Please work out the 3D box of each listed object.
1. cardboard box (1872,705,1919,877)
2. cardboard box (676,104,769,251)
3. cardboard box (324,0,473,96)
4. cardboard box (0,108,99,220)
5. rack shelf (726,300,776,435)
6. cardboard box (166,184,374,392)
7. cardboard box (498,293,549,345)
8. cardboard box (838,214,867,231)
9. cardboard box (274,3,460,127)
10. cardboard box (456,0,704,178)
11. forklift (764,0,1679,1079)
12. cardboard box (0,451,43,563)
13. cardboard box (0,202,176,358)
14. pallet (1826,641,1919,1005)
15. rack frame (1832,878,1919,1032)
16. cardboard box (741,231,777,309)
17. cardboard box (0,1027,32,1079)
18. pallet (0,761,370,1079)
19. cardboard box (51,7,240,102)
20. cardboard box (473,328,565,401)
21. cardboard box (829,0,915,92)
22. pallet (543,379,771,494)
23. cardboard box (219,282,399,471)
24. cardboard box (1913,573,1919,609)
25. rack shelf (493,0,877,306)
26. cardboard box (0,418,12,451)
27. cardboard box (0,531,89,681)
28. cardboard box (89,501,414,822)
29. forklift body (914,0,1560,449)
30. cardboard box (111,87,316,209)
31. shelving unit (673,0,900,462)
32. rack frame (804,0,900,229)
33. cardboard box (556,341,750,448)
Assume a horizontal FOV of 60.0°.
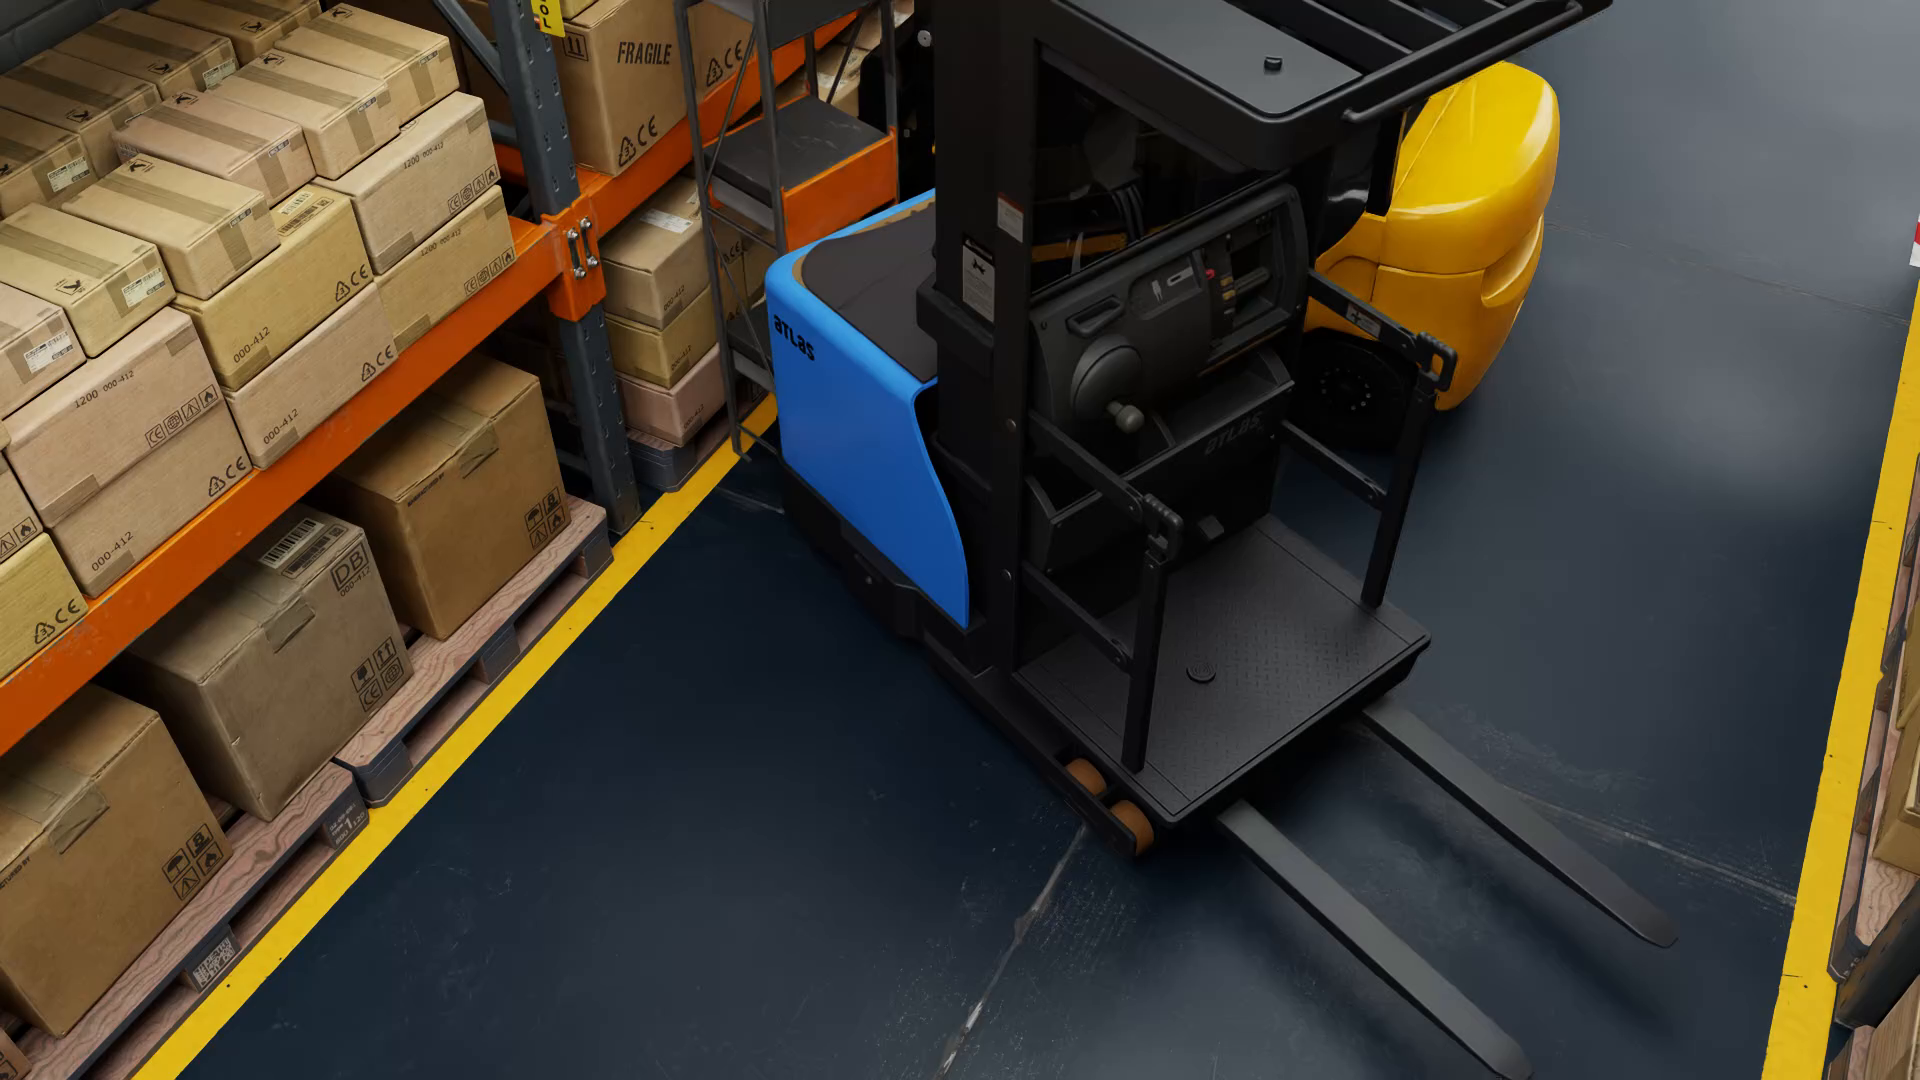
[{"bbox_3d":[2.851,0.729,4.559,0.500,0.250,0.500,23,50,21],"label":"cardboard box"},{"bbox_3d":[-0.835,-1.318,5.879,0.500,0.250,0.500,21,49,19],"label":"cardboard box"},{"bbox_3d":[-1.614,-1.673,5.224,0.500,0.500,0.500,20,49,19],"label":"cardboard box"},{"bbox_3d":[-2.325,-0.902,4.006,0.380,0.149,0.250,20,49,19],"label":"cardboard box"},{"bbox_3d":[-0.511,-0.592,5.856,0.431,0.518,0.480,34,54,29],"label":"rack shelf"},{"bbox_3d":[-1.817,-0.668,4.056,0.500,0.250,0.500,19,48,18],"label":"cardboard box"},{"bbox_3d":[-1.539,-0.997,5.913,0.500,0.250,0.500,19,48,18],"label":"cardboard box"},{"bbox_3d":[-0.619,-1.296,6.560,0.500,0.250,0.500,21,49,20],"label":"cardboard box"},{"bbox_3d":[-1.545,-1.240,4.341,0.380,0.149,0.250,22,49,20],"label":"cardboard box"},{"bbox_3d":[-1.146,-1.494,5.047,0.500,0.500,0.500,19,48,18],"label":"cardboard box"},{"bbox_3d":[0.697,-0.515,4.199,1.130,2.935,3.031,-30,52,-26],"label":"forklift"},{"bbox_3d":[-2.311,-0.037,3.431,0.500,0.250,0.500,21,49,20],"label":"cardboard box"},{"bbox_3d":[-1.991,-0.581,3.689,0.380,0.149,0.250,19,48,18],"label":"cardboard box"},{"bbox_3d":[3.095,0.916,4.696,1.003,0.211,1.213,20,49,19],"label":"pallet"},{"bbox_3d":[2.815,0.371,3.275,1.000,3.000,0.127,20,49,19],"label":"rack frame"},{"bbox_3d":[-0.854,-1.143,6.057,0.500,0.250,0.500,20,49,19],"label":"cardboard box"},{"bbox_3d":[-2.842,1.139,3.890,0.875,0.625,0.625,22,49,20],"label":"cardboard box"},{"bbox_3d":[-2.456,0.963,4.650,1.003,0.211,1.213,20,49,19],"label":"pallet"},{"bbox_3d":[-2.108,-1.227,4.327,0.380,0.149,0.250,19,48,18],"label":"cardboard box"},{"bbox_3d":[-1.537,-0.819,6.089,0.500,0.250,0.500,21,49,19],"label":"cardboard box"},{"bbox_3d":[-0.363,-1.963,6.517,0.500,0.250,0.500,20,49,18],"label":"cardboard box"},{"bbox_3d":[-1.177,-0.773,6.365,1.003,0.211,1.213,20,49,19],"label":"pallet"},{"bbox_3d":[-1.814,-0.491,4.231,0.500,0.250,0.500,20,49,19],"label":"cardboard box"},{"bbox_3d":[3.330,0.071,5.209,0.500,0.250,0.500,21,49,20],"label":"cardboard box"},{"bbox_3d":[-0.655,-2.273,6.393,1.077,0.370,4.000,20,49,19],"label":"rack shelf"},{"bbox_3d":[-2.167,-0.233,3.345,0.380,0.149,0.250,19,48,18],"label":"cardboard box"},{"bbox_3d":[-2.305,0.140,3.608,0.500,0.250,0.500,22,49,20],"label":"cardboard box"},{"bbox_3d":[-2.183,0.240,4.778,0.875,0.625,0.625,20,49,19],"label":"cardboard box"},{"bbox_3d":[1.009,-1.690,5.908,2.313,2.155,1.214,20,49,19],"label":"forklift body"},{"bbox_3d":[-1.809,-0.935,4.039,0.380,0.149,0.250,20,49,19],"label":"cardboard box"},{"bbox_3d":[-0.513,-1.096,5.351,0.431,2.100,0.503,34,54,29],"label":"shelving unit"},{"bbox_3d":[-0.345,-1.222,5.475,0.400,2.100,0.015,34,54,29],"label":"rack frame"},{"bbox_3d":[-1.066,-0.642,5.914,0.500,0.250,0.500,21,49,19],"label":"cardboard box"}]
